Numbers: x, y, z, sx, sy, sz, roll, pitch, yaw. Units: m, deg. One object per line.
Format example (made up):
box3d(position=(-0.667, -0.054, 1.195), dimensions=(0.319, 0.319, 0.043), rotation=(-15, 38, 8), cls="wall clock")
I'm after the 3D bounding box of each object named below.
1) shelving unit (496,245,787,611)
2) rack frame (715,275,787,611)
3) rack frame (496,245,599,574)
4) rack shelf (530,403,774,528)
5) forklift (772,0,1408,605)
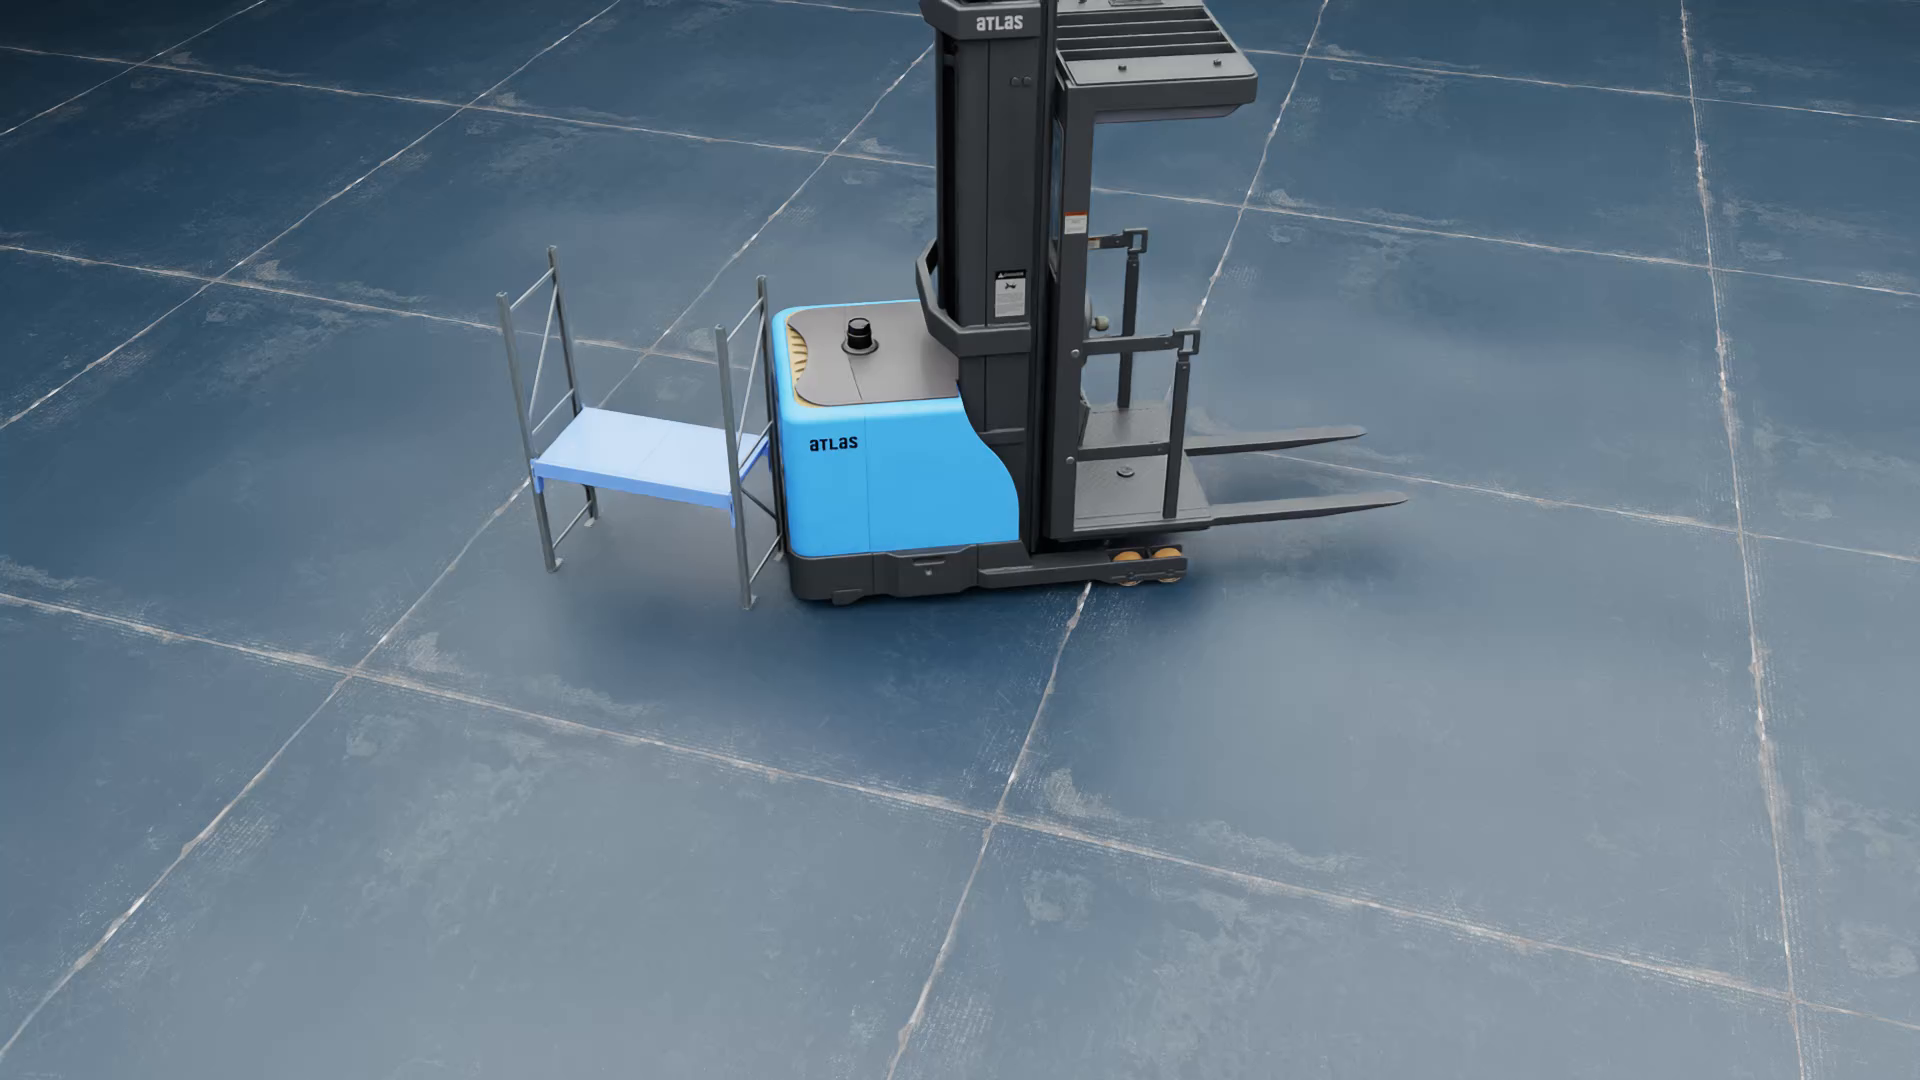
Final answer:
box3d(position=(-1.423, -0.501, 7.665), dimensions=(1.048, 1.500, 0.538), rotation=(10, 37, 13), cls="shelving unit")
box3d(position=(-0.935, -0.416, 7.550), dimensions=(0.032, 1.500, 0.500), rotation=(10, 37, 13), cls="rack frame")
box3d(position=(-1.910, -0.586, 7.781), dimensions=(0.032, 1.500, 0.500), rotation=(10, 37, 13), cls="rack frame")
box3d(position=(-1.423, -0.356, 7.772), dimensions=(1.000, 0.185, 0.538), rotation=(10, 37, 13), cls="rack shelf")
box3d(position=(0.649, -1.267, 7.498), dimensions=(3.031, 2.935, 1.130), rotation=(-5, 37, -6), cls="forklift")
